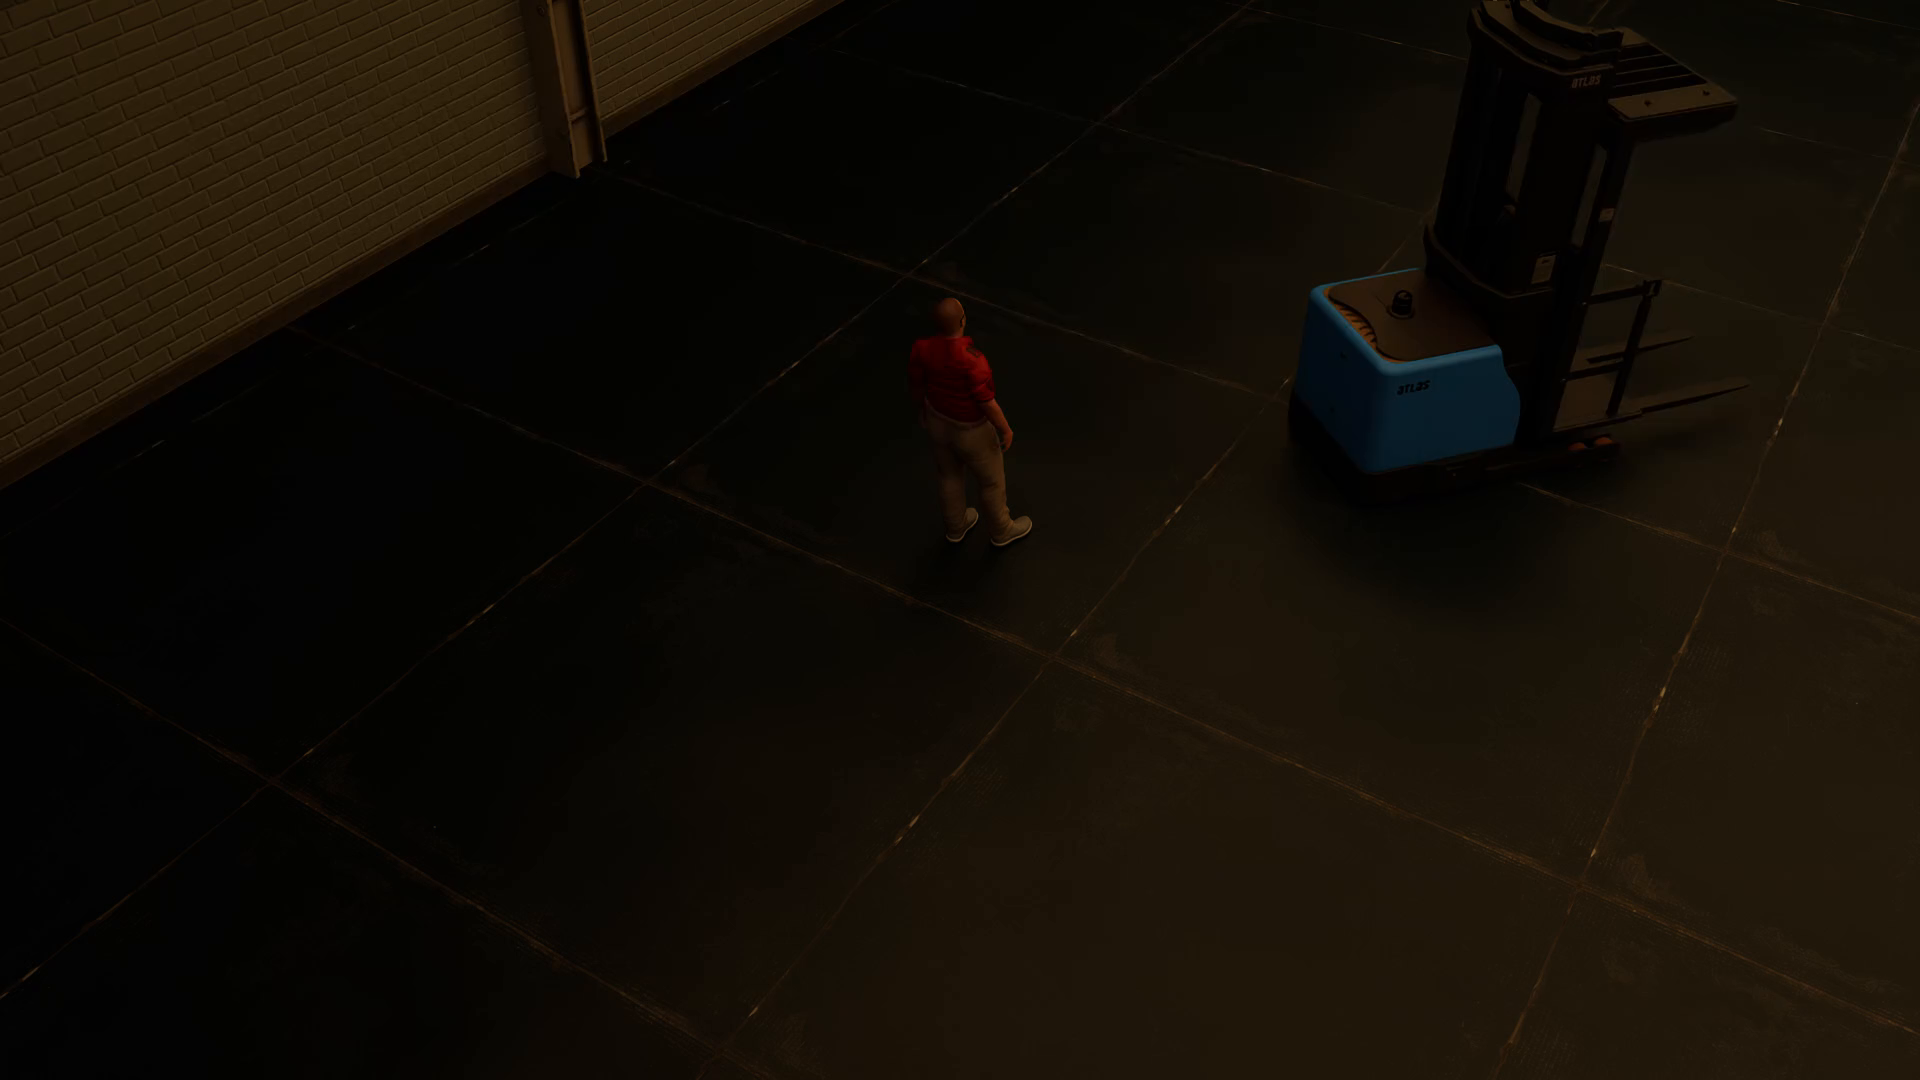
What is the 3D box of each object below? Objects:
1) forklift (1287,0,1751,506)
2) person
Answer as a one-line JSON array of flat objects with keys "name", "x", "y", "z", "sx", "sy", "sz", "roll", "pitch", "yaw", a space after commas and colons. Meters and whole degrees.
[{"name": "forklift", "x": 3.756, "y": -1.897, "z": 10.205, "sx": 3.031, "sy": 2.935, "sz": 1.130, "roll": -12, "pitch": 42, "yaw": -14}, {"name": "person", "x": 0.058, "y": -0.709, "z": 9.724, "sx": 0.640, "sy": 1.727, "sz": 0.551, "roll": 22, "pitch": 45, "yaw": 24}]
